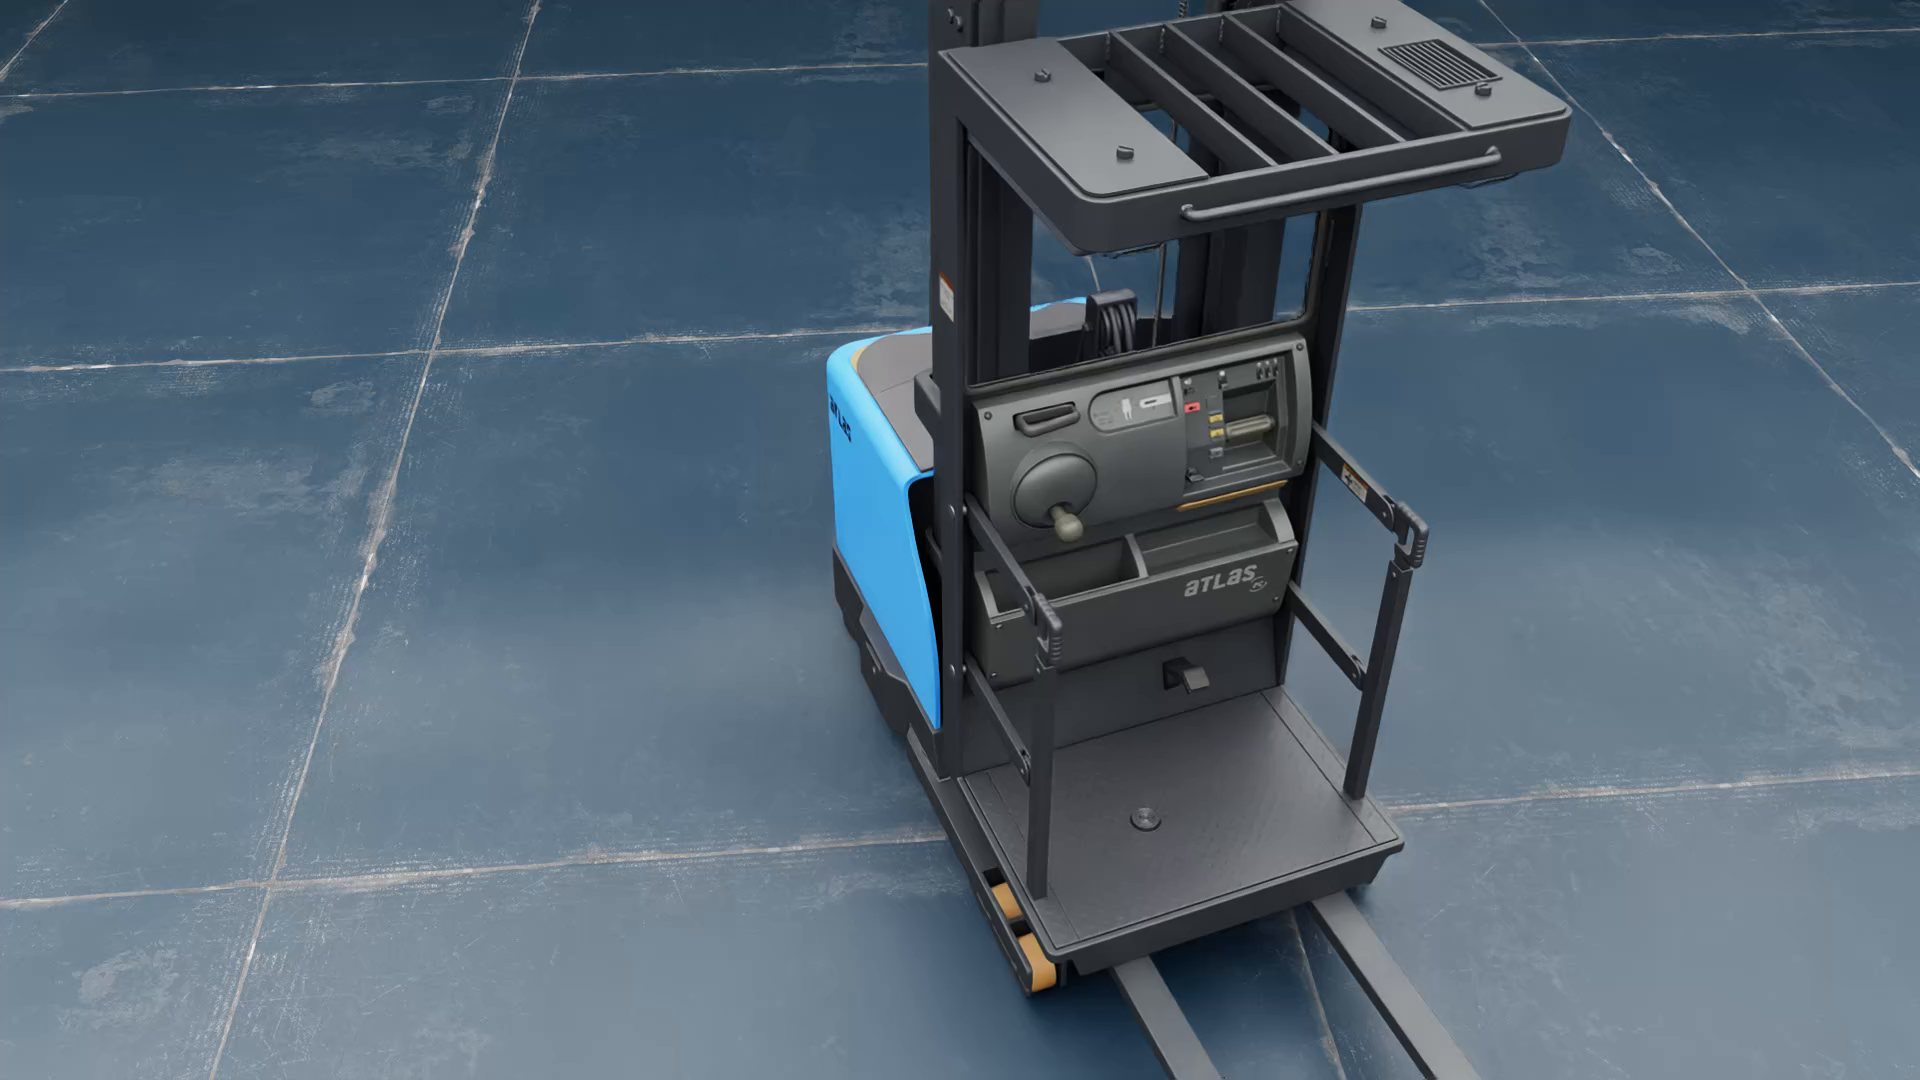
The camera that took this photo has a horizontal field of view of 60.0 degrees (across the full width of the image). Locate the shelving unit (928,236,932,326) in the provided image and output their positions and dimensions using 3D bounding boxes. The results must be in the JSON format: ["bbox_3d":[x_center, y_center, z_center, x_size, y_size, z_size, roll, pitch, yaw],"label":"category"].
[{"bbox_3d":[0.000,-0.487,5.899,0.189,1.200,0.258,-4,38,-6],"label":"shelving unit"}]

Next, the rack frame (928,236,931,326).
[{"bbox_3d":[-0.091,-0.480,5.890,0.006,1.200,0.240,-4,38,-6],"label":"rack frame"}]

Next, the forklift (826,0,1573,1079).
[{"bbox_3d":[0.567,-0.187,4.121,1.130,2.935,3.031,-14,40,-17],"label":"forklift"}]
